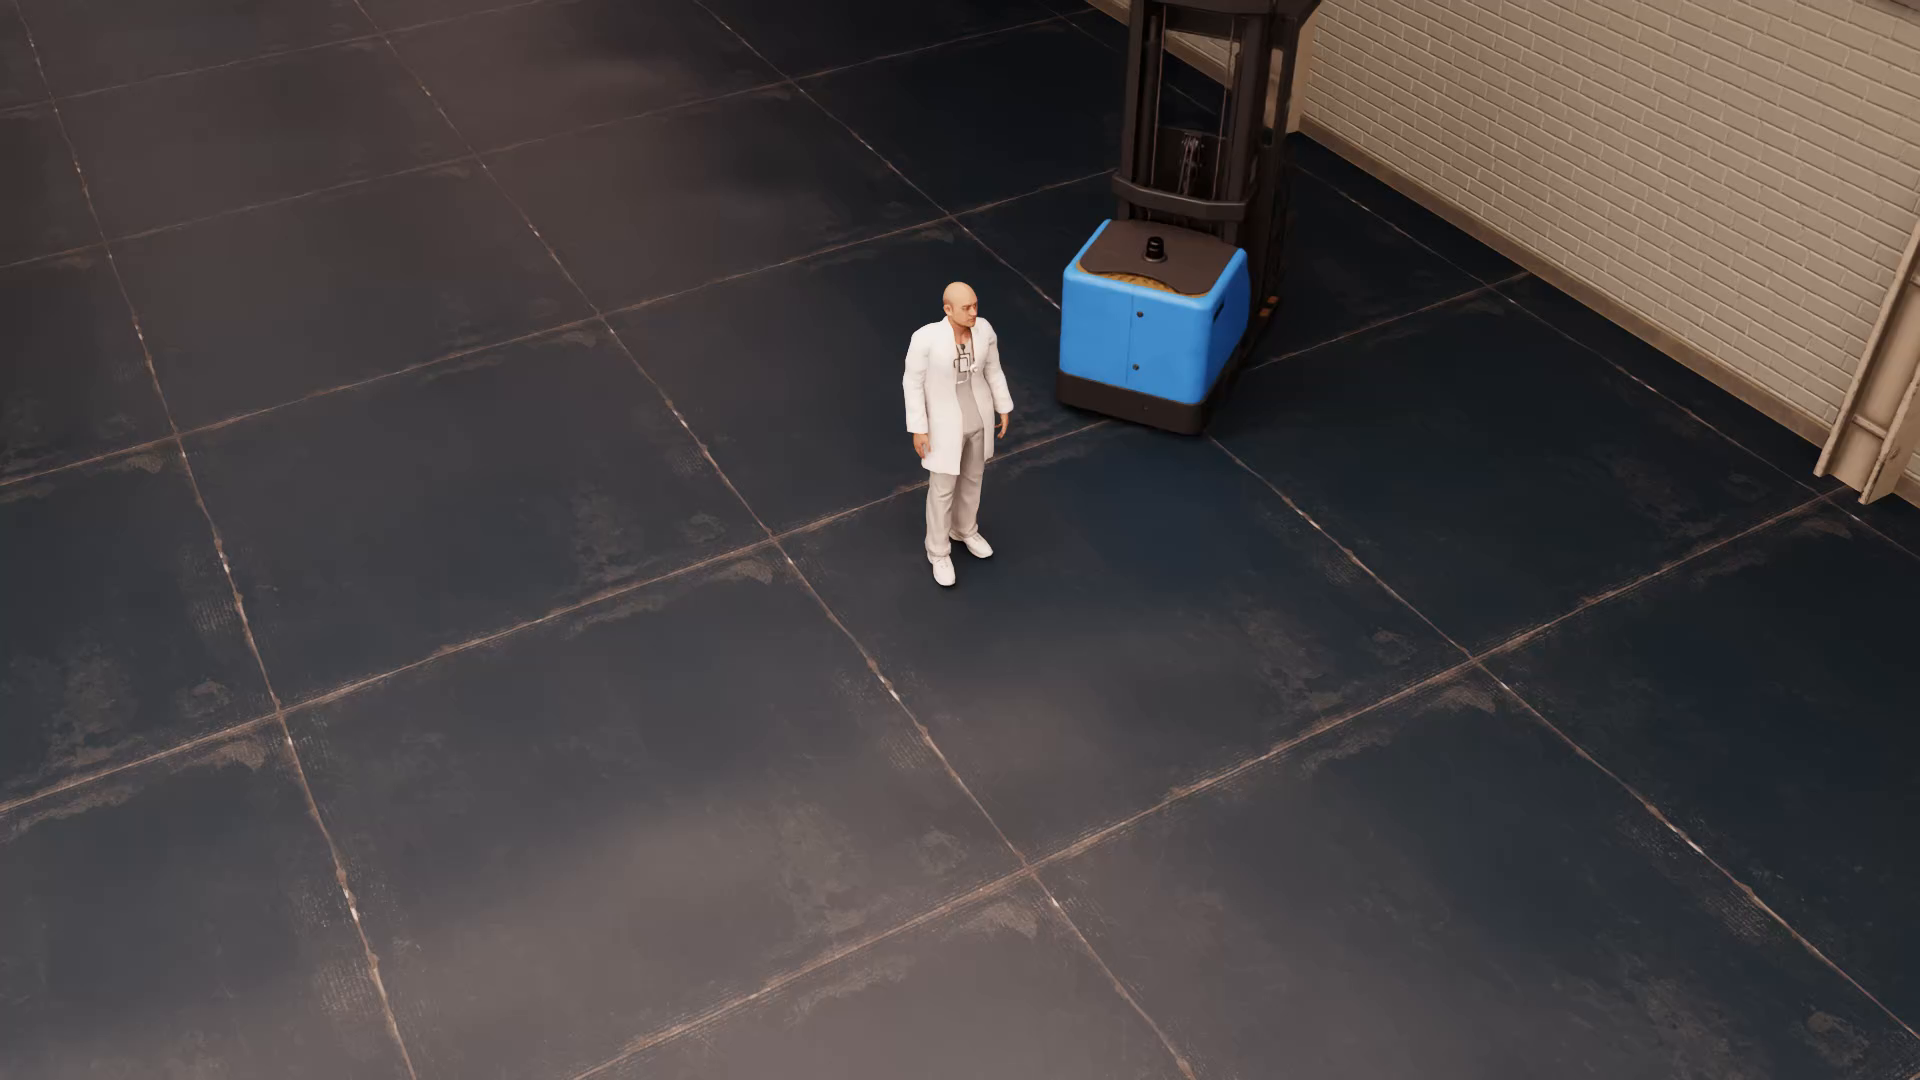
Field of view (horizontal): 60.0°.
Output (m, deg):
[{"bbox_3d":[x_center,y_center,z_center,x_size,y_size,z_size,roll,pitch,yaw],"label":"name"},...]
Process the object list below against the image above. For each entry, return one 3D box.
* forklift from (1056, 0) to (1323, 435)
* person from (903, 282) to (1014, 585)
[{"bbox_3d":[1.735,-2.768,11.373,1.130,2.935,3.031,16,42,19],"label":"forklift"},{"bbox_3d":[0.036,-0.637,9.696,0.684,1.776,0.581,-20,44,-23],"label":"person"}]
